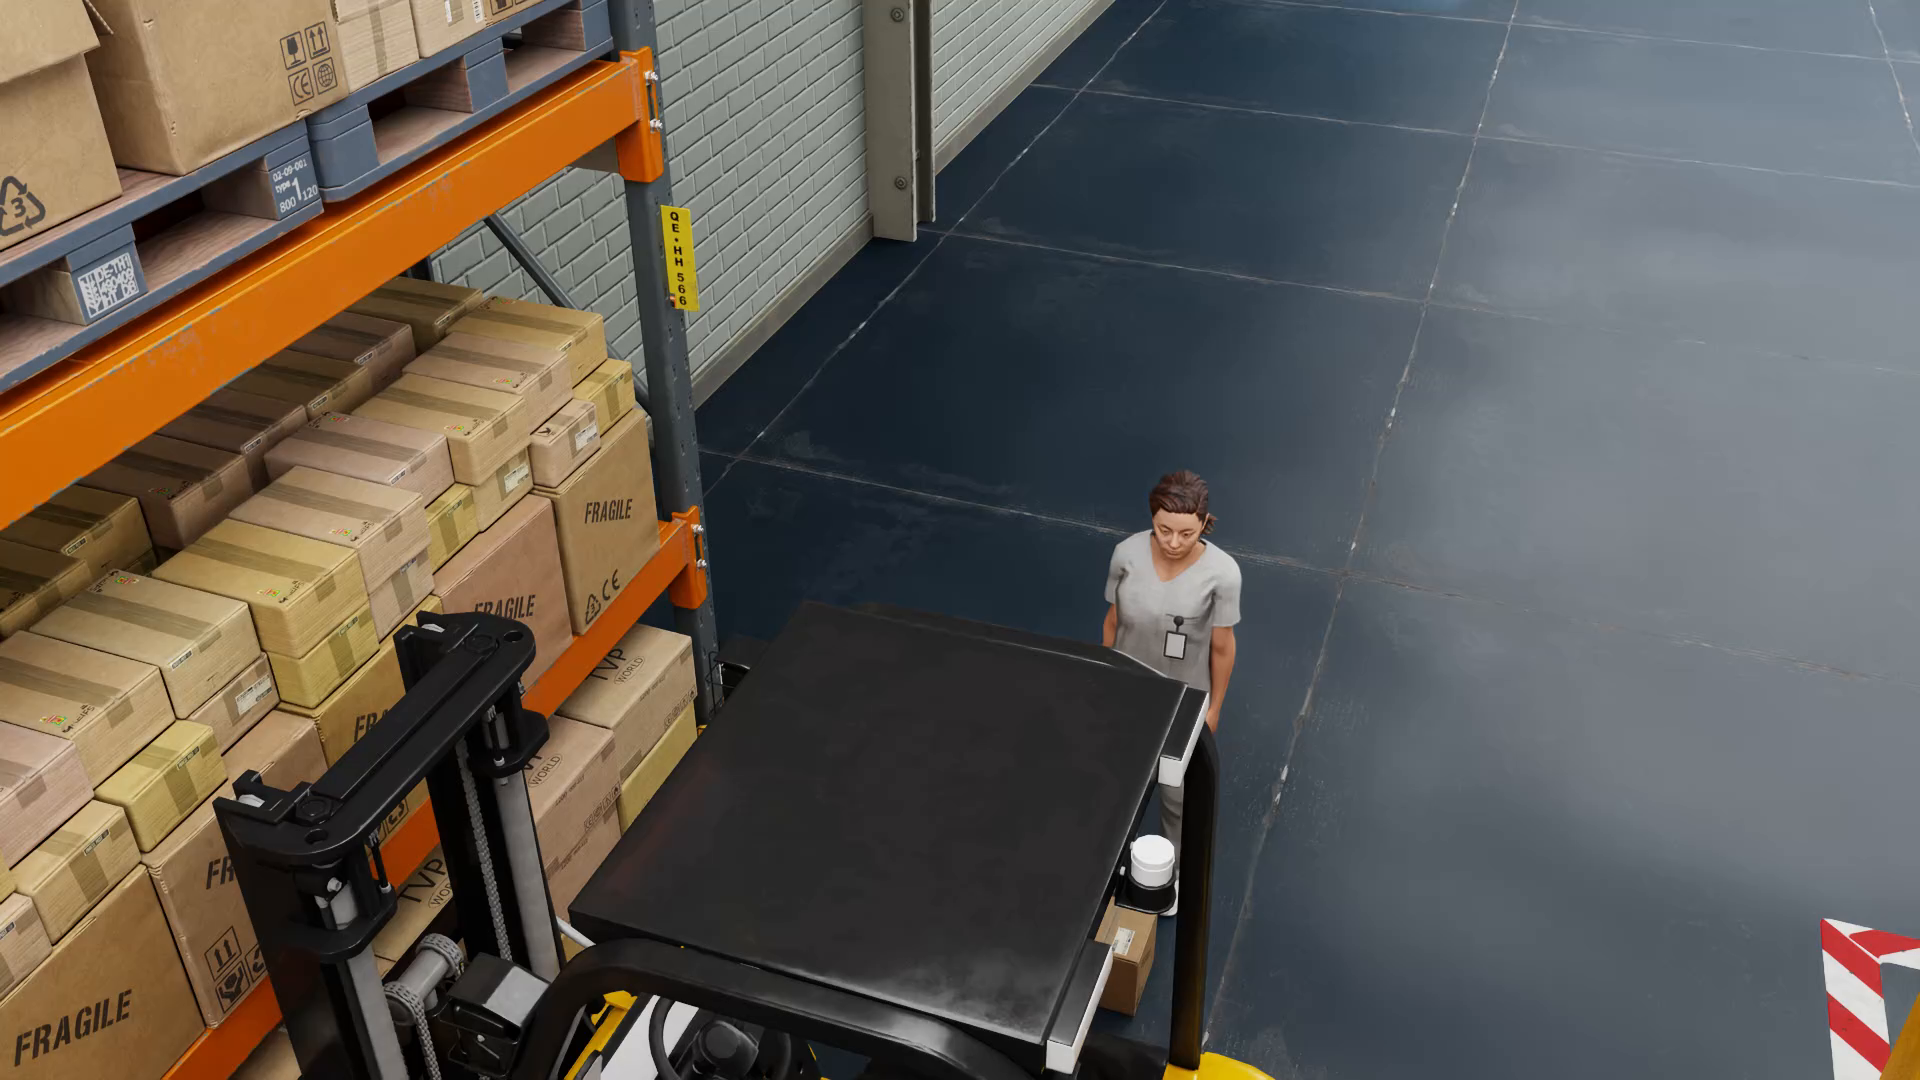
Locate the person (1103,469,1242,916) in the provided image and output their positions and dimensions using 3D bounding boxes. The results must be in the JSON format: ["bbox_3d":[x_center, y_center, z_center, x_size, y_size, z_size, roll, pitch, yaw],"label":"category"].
[{"bbox_3d":[0.659,0.606,5.464,0.439,1.412,0.363,12,35,17],"label":"person"}]
